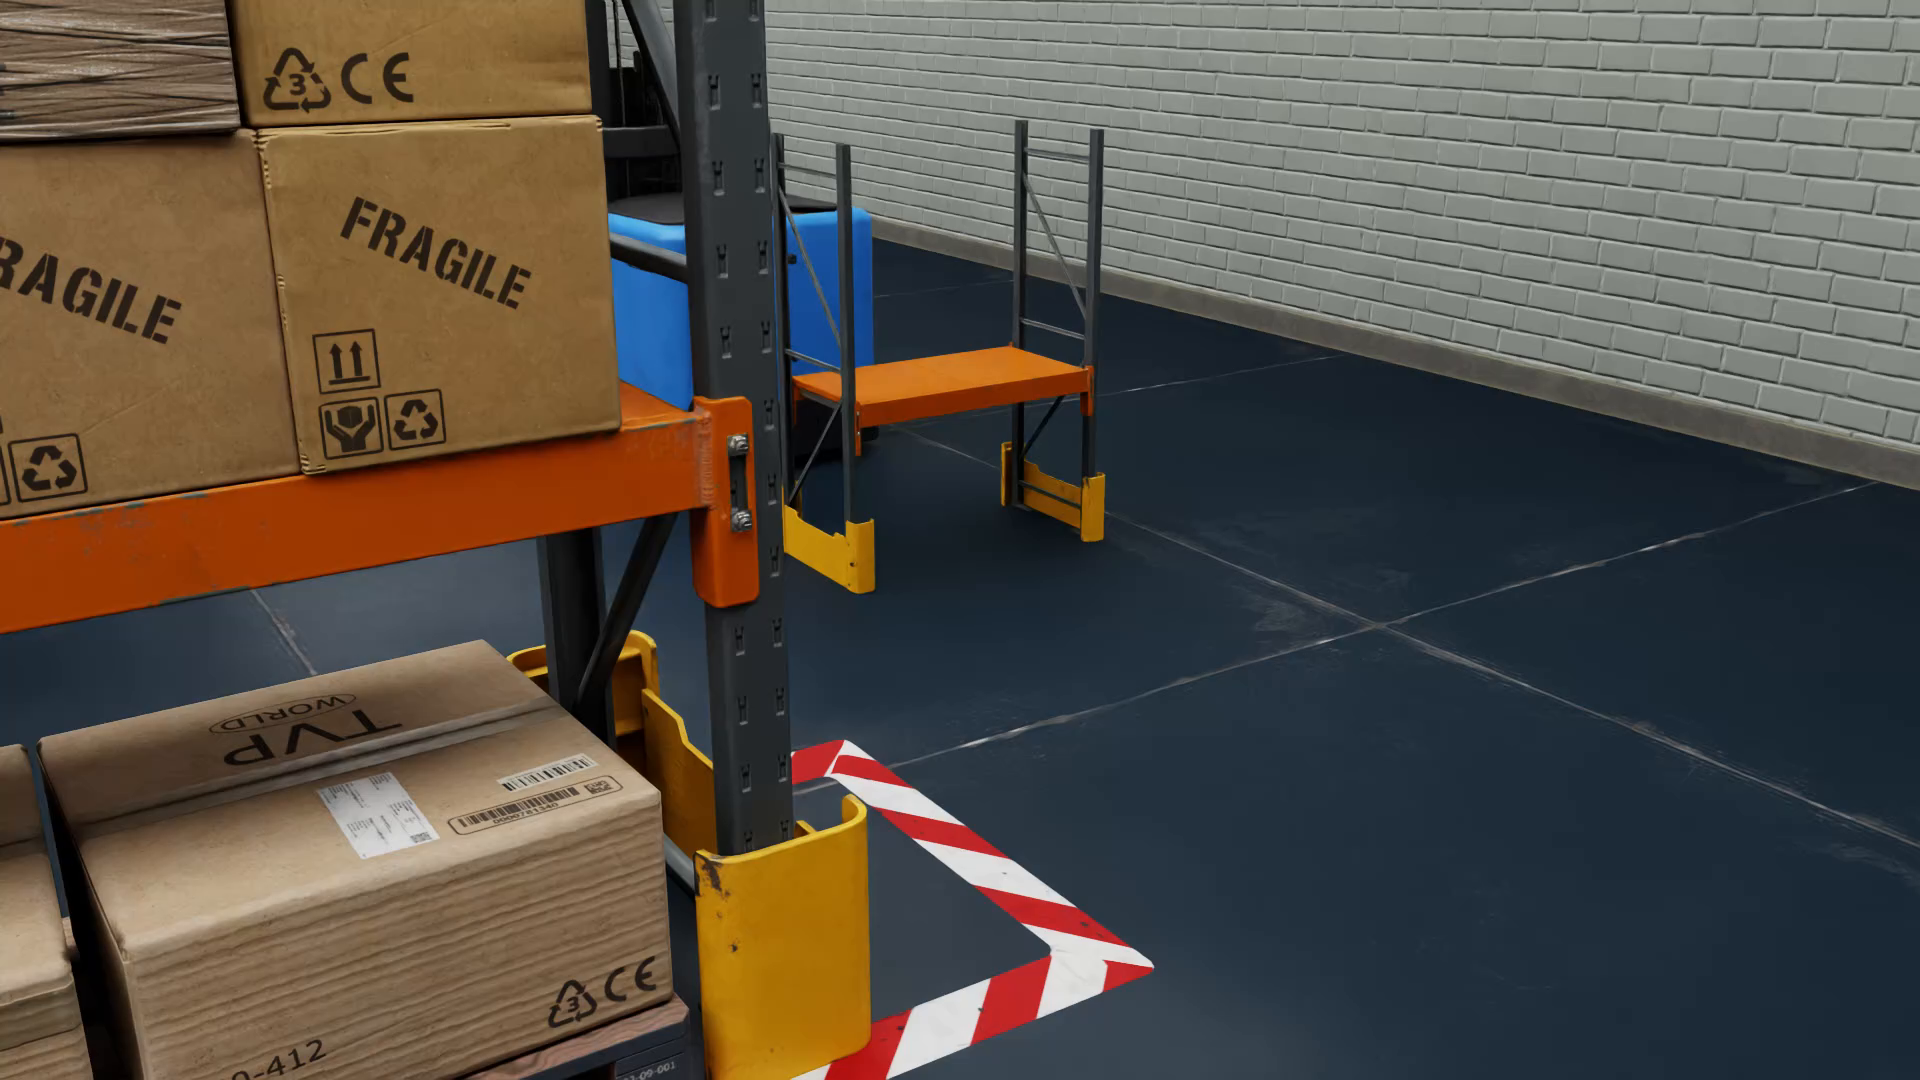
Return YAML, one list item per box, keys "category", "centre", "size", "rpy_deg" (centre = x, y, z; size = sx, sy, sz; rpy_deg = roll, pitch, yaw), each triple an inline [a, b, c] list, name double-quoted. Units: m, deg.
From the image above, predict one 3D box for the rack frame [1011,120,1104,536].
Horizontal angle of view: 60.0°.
- category: "rack frame"
  centre: [0.353, -0.785, 6.225]
  size: [0.032, 1.500, 0.500]
  rpy_deg: [-12, 22, -31]

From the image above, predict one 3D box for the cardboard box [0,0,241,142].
- category: "cardboard box"
  centre: [-1.329, -0.819, 2.268]
  size: [0.500, 0.500, 0.500]
  rpy_deg: [-12, 22, -31]

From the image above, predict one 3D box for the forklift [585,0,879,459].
- category: "forklift"
  centre: [-1.662, -2.052, 7.738]
  size: [1.130, 2.935, 3.031]
  rpy_deg: [-14, 23, -36]

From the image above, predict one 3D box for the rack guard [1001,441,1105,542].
- category: "rack guard"
  centre: [0.352, -0.193, 6.425]
  size: [0.087, 0.250, 0.587]
  rpy_deg: [-12, 22, -31]

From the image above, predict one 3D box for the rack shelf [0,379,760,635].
- category: "rack shelf"
  centre: [-2.307, 0.146, 2.252]
  size: [4.000, 0.370, 1.077]
  rpy_deg: [-12, 22, -31]

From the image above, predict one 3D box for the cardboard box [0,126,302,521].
- category: "cardboard box"
  centre: [-1.321, -0.354, 2.453]
  size: [0.500, 0.500, 0.500]
  rpy_deg: [-12, 22, -33]

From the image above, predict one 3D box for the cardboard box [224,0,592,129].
- category: "cardboard box"
  centre: [-0.908, -0.919, 2.563]
  size: [0.500, 0.500, 0.500]
  rpy_deg: [-11, 22, -30]

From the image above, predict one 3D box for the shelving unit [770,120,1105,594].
- category: "shelving unit"
  centre: [-0.064, -0.697, 5.965]
  size: [1.083, 1.500, 0.587]
  rpy_deg: [-12, 22, -31]

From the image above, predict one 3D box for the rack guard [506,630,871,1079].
- category: "rack guard"
  centre: [-0.616, 0.633, 3.592]
  size: [0.348, 0.500, 1.175]
  rpy_deg: [-12, 22, -31]

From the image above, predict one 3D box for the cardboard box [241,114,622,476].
- category: "cardboard box"
  centre: [-0.894, -0.438, 2.702]
  size: [0.500, 0.500, 0.500]
  rpy_deg: [-12, 22, -31]

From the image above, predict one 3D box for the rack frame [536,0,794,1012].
- category: "rack frame"
  centre: [-0.636, -0.547, 3.179]
  size: [0.127, 3.000, 1.000]
  rpy_deg: [-12, 22, -31]

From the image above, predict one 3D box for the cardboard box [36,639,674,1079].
- category: "cardboard box"
  centre: [-1.133, 0.611, 3.099]
  size: [0.875, 0.438, 0.875]
  rpy_deg: [-13, 23, -33]

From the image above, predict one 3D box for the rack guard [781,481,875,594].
- category: "rack guard"
  centre: [-0.480, -0.017, 5.906]
  size: [0.087, 0.250, 0.587]
  rpy_deg: [-12, 22, -31]

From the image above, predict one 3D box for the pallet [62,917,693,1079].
- category: "pallet"
  centre: [-1.261, 0.936, 3.147]
  size: [1.213, 0.211, 1.003]
  rpy_deg: [-12, 22, -31]

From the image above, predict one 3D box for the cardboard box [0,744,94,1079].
- category: "cardboard box"
  centre: [-1.892, 0.774, 2.615]
  size: [0.875, 0.438, 0.875]
  rpy_deg: [-11, 22, -30]

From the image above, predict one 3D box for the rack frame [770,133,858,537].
- category: "rack frame"
  centre: [-0.496, -0.606, 5.695]
  size: [0.032, 1.500, 0.500]
  rpy_deg: [-12, 22, -31]

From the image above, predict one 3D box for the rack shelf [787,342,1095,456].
- category: "rack shelf"
  centre: [-0.071, -0.525, 6.018]
  size: [1.000, 0.185, 0.538]
  rpy_deg: [-12, 22, -31]
